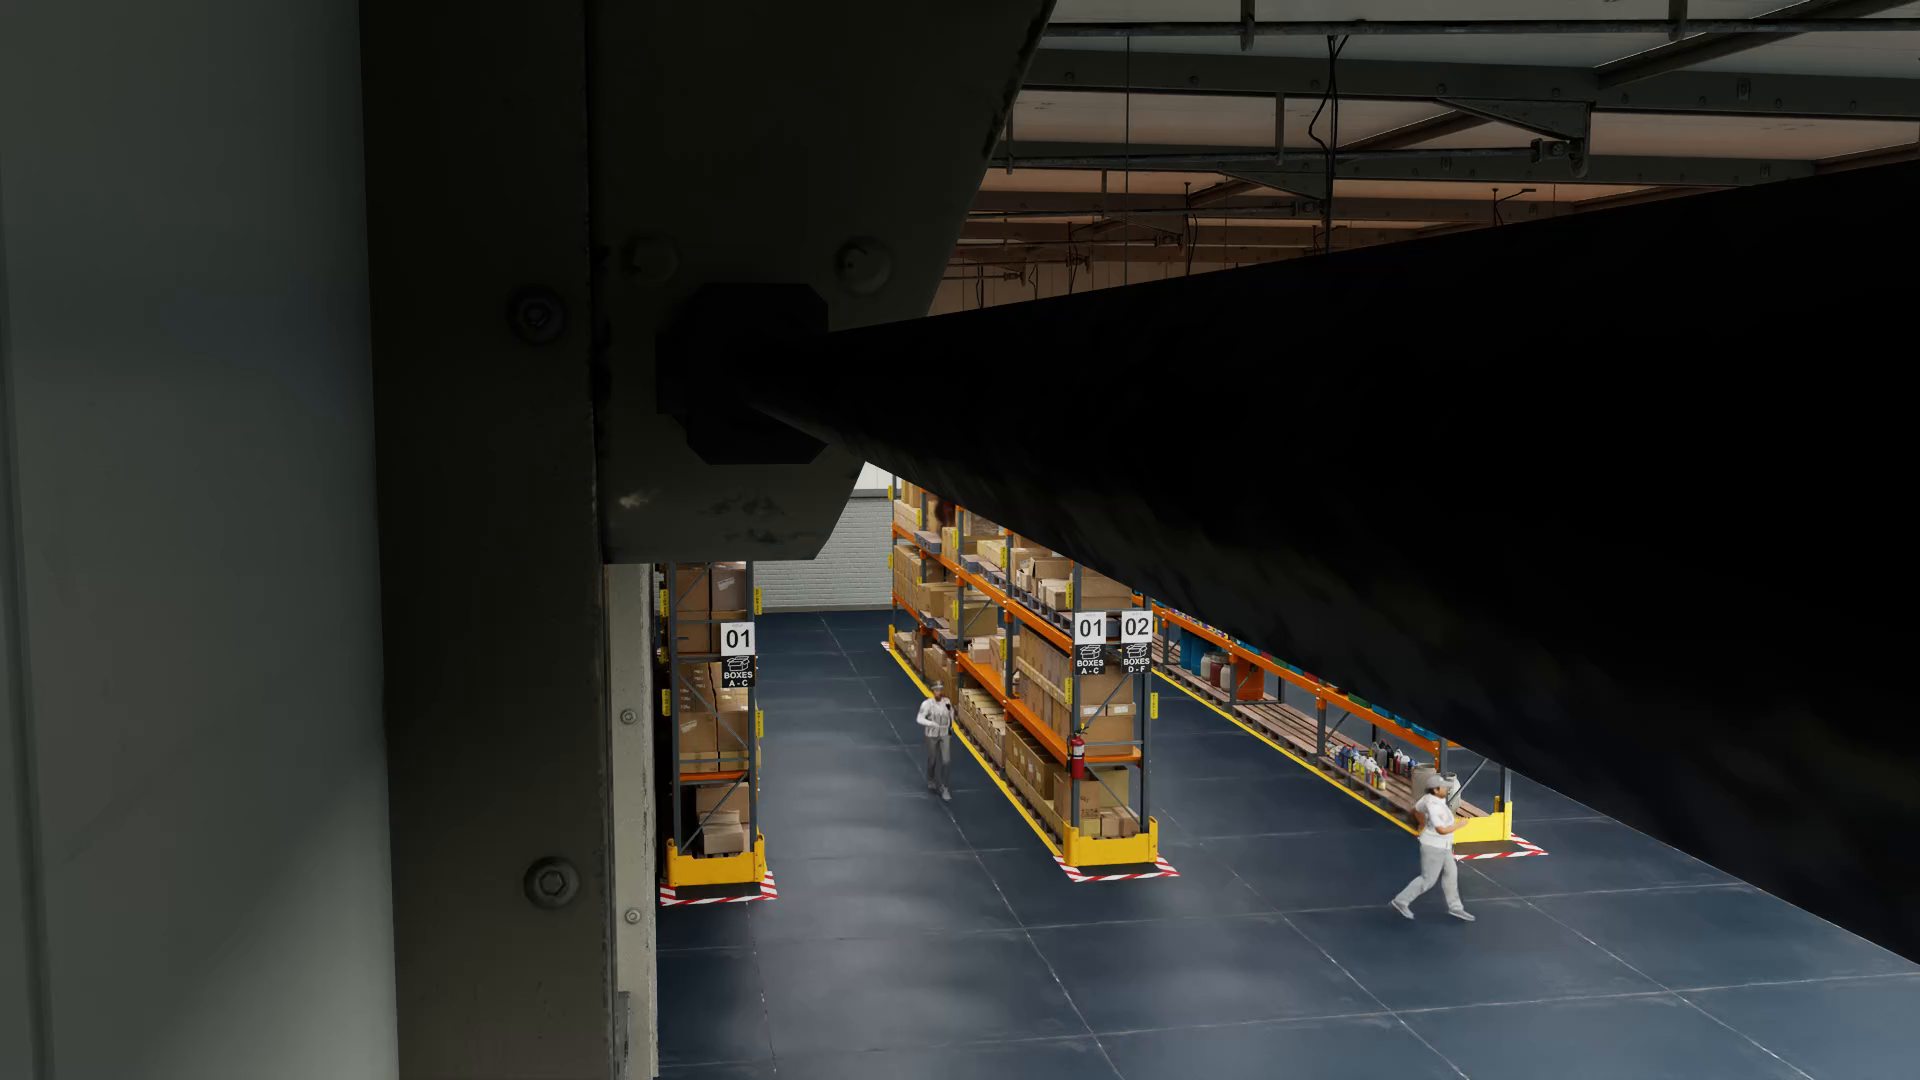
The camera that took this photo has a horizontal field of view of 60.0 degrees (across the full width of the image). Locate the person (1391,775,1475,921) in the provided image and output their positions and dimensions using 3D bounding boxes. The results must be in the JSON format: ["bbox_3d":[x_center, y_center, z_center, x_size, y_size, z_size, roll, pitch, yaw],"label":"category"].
[{"bbox_3d":[5.346,3.464,18.700,0.925,1.668,0.609,2,6,14],"label":"person"}]

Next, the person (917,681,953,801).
[{"bbox_3d":[-0.346,2.889,24.192,0.593,1.753,0.755,-1,6,-12],"label":"person"}]
